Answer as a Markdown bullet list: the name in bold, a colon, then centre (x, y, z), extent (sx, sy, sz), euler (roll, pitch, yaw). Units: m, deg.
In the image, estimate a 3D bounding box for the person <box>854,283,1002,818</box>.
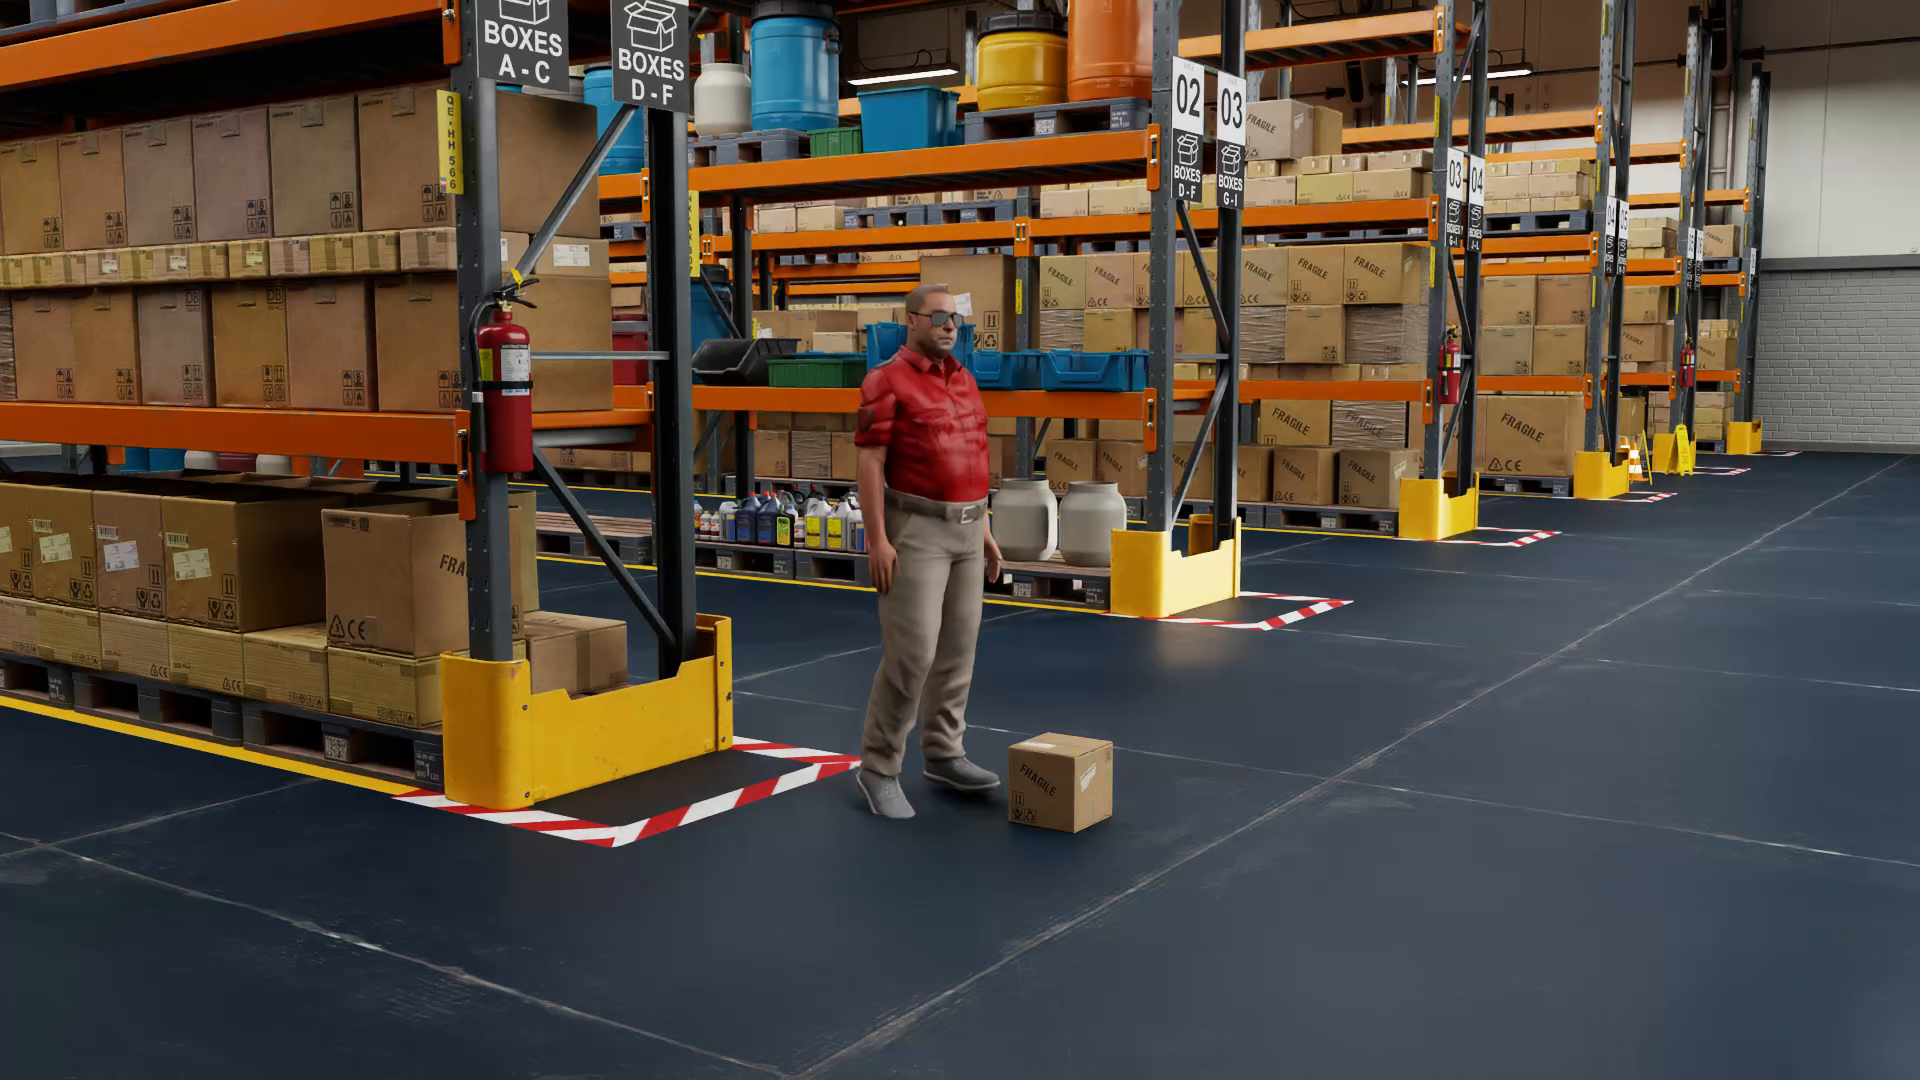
- **person**: centre (-0.089, 0.042, 5.608), extent (0.373, 1.798, 0.570), euler (5, 8, 40)
